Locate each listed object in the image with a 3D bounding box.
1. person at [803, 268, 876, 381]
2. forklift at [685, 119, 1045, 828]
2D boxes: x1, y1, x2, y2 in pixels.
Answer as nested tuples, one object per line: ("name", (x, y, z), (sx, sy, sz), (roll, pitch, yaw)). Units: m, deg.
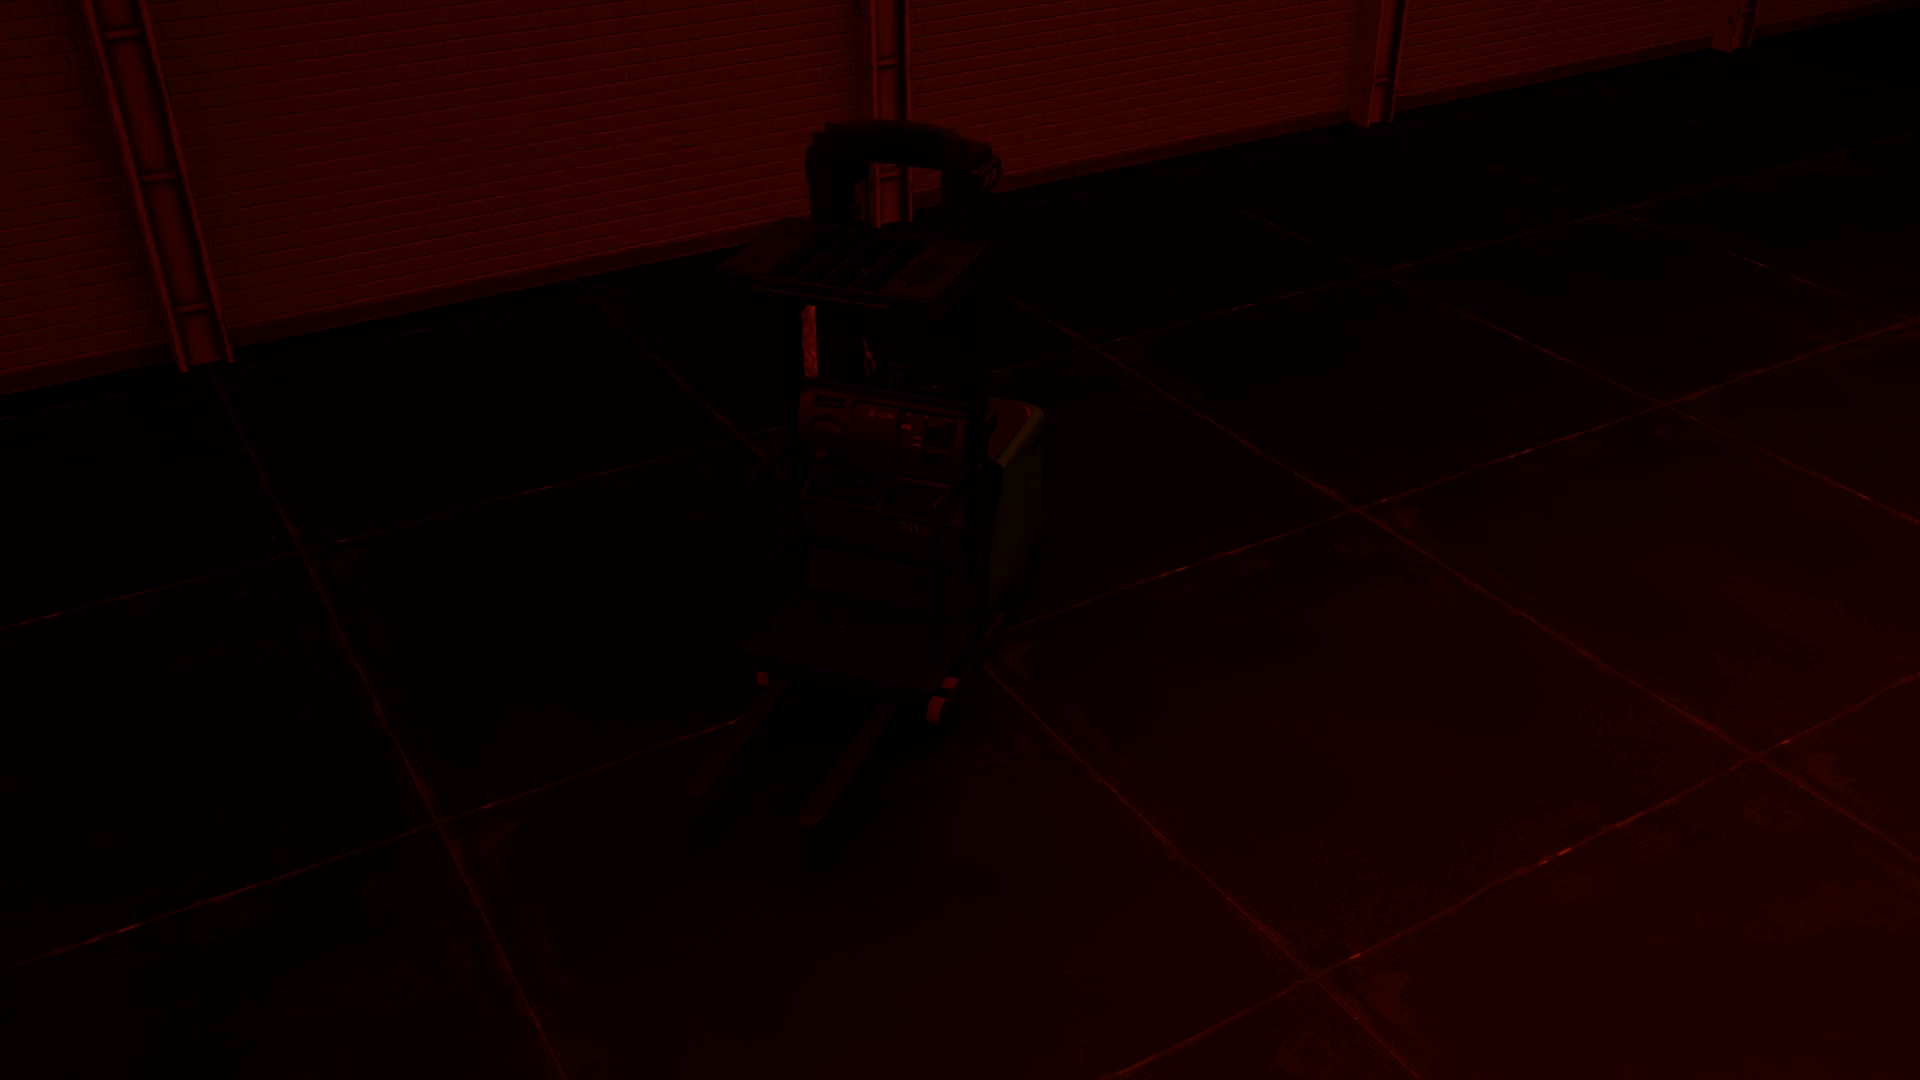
("person", (-0.748, -1.031, 10.530), (0.409, 1.745, 0.769), (9, 32, 14))
("forklift", (-0.483, -0.504, 8.489), (1.130, 2.935, 3.031), (11, 33, 18))
